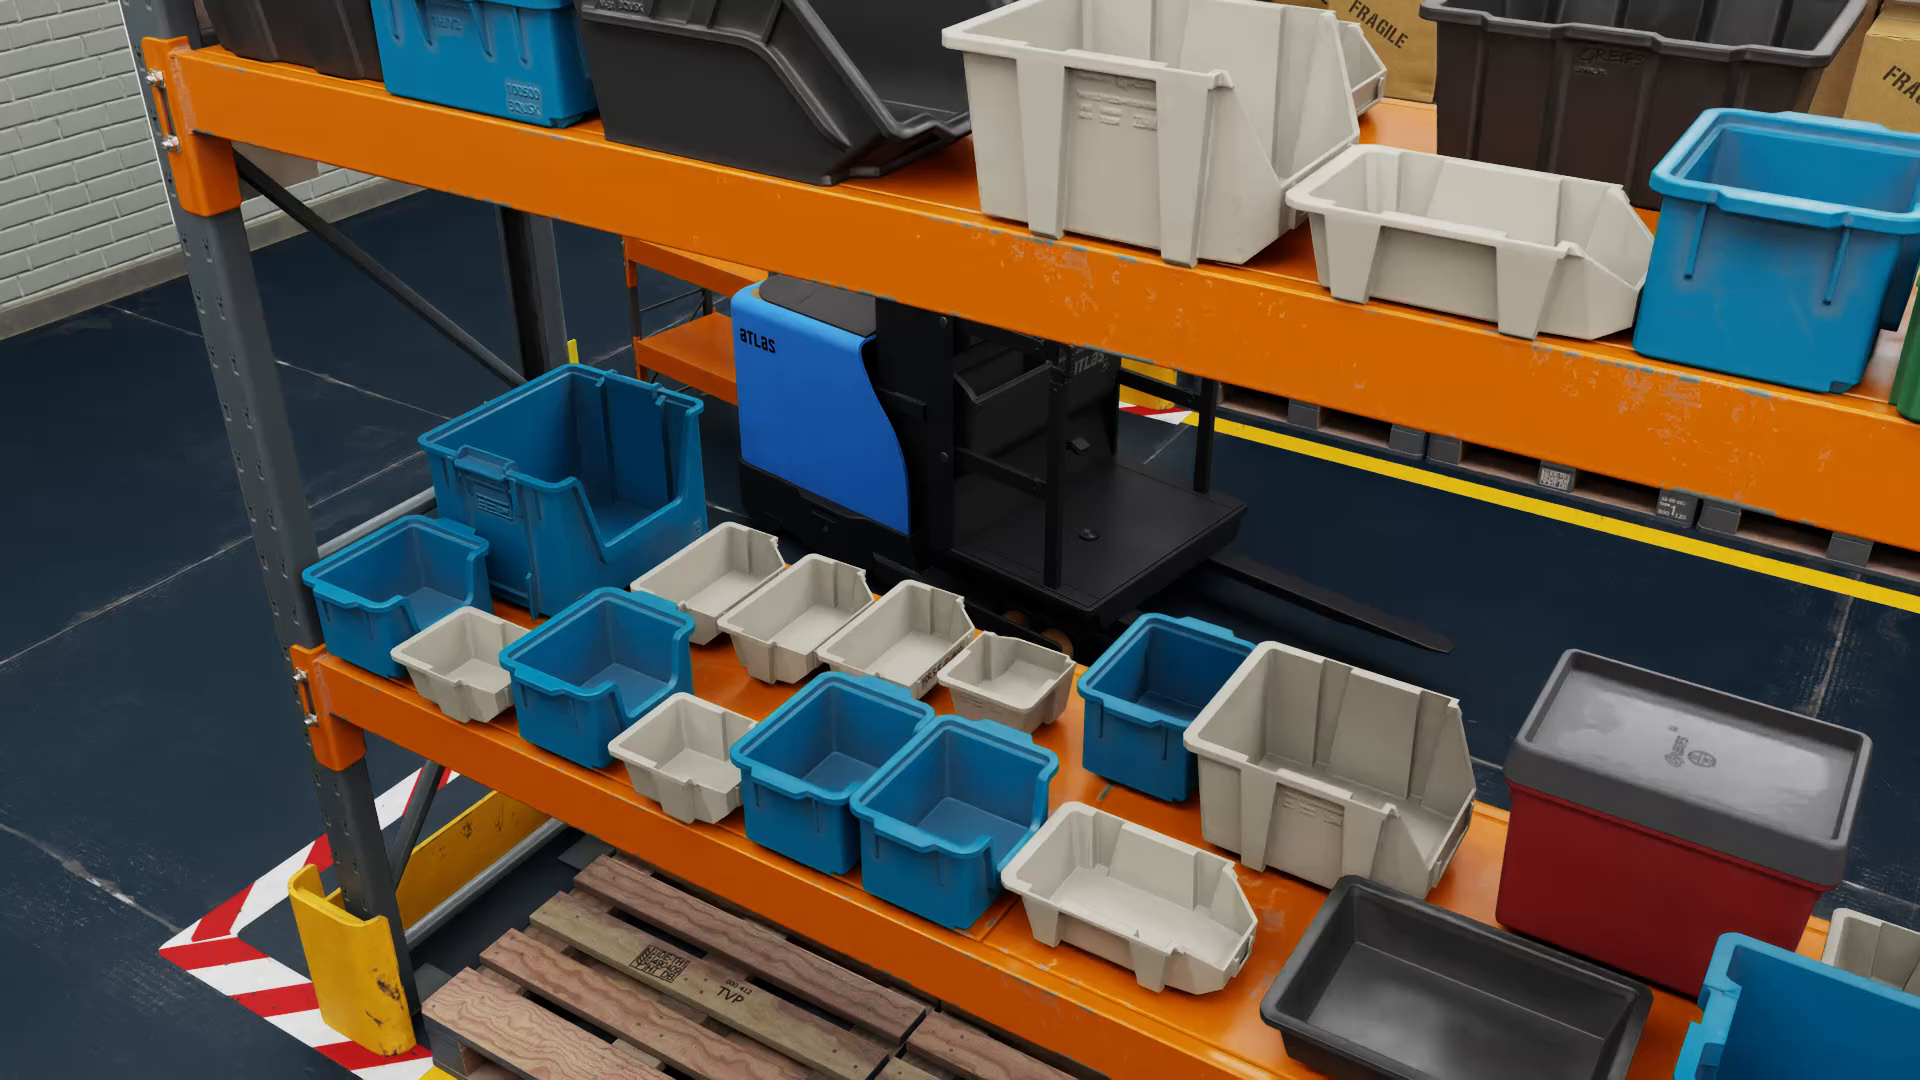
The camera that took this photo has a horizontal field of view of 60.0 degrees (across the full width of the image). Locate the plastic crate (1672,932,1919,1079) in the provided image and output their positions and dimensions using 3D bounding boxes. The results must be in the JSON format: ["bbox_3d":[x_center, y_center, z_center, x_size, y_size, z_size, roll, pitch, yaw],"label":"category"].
[{"bbox_3d":[1.400,0.966,2.573,0.575,0.384,0.392,18,35,27],"label":"plastic crate"}]

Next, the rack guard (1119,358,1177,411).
[{"bbox_3d":[1.201,-1.147,8.720,0.348,0.500,1.175,18,35,27],"label":"rack guard"}]

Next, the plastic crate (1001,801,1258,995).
[{"bbox_3d":[0.342,0.715,3.250,0.466,0.136,0.293,18,35,27],"label":"plastic crate"}]

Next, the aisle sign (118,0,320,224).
[{"bbox_3d":[-1.630,-1.122,3.617,0.004,0.787,0.394,18,35,27],"label":"aisle sign"}]

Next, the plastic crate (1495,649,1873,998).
[{"bbox_3d":[1.353,0.565,3.182,0.583,0.464,0.402,18,35,27],"label":"plastic crate"}]

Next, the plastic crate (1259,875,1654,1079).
[{"bbox_3d":[0.886,0.873,2.991,0.590,0.125,0.437,18,35,27],"label":"plastic crate"}]

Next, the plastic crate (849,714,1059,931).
[{"bbox_3d":[-0.008,0.580,3.386,0.300,0.233,0.416,18,35,27],"label":"plastic crate"}]

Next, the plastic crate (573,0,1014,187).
[{"bbox_3d":[-0.264,-0.849,2.813,0.767,0.338,0.504,18,35,27],"label":"plastic crate"}]

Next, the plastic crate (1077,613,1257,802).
[{"bbox_3d":[0.464,0.380,3.728,0.300,0.233,0.416,18,35,27],"label":"plastic crate"}]

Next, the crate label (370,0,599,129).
[{"bbox_3d":[-0.802,-0.953,3.078,0.502,0.251,0.408,18,35,27],"label":"crate label"}]

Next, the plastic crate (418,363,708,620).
[{"bbox_3d":[-1.029,-0.138,4.415,0.499,0.435,0.616,18,35,27],"label":"plastic crate"}]

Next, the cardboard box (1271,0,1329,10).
[{"bbox_3d":[1.774,-2.590,7.822,0.500,0.500,0.500,18,35,28],"label":"cardboard box"}]

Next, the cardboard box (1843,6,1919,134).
[{"bbox_3d":[3.656,-1.682,6.265,0.500,0.500,0.500,18,35,28],"label":"cardboard box"}]

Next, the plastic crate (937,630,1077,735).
[{"bbox_3d":[0.123,0.342,3.889,0.250,0.136,0.298,18,35,27],"label":"plastic crate"}]

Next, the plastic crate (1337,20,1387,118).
[{"bbox_3d":[0.471,-0.841,2.999,0.530,0.136,0.437,18,35,27],"label":"plastic crate"}]

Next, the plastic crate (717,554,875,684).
[{"bbox_3d":[-0.387,0.206,4.122,0.243,0.136,0.396,18,35,27],"label":"plastic crate"}]

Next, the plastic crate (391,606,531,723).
[{"bbox_3d":[-1.150,0.309,3.945,0.298,0.136,0.250,18,35,27],"label":"plastic crate"}]

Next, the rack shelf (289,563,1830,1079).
[{"bbox_3d":[0.282,0.740,3.719,4.000,0.370,1.077,18,35,27],"label":"rack shelf"}]

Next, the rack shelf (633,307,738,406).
[{"bbox_3d":[-1.033,-0.788,7.969,1.000,0.278,0.538,24,38,35],"label":"rack shelf"}]

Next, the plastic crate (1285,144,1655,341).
[{"bbox_3d":[0.697,-0.395,2.235,0.466,0.136,0.293,18,35,27],"label":"plastic crate"}]

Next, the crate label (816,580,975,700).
[{"bbox_3d":[-0.138,0.271,4.012,0.243,0.136,0.396,18,35,27],"label":"crate label"}]

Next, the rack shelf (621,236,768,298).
[{"bbox_3d":[-1.033,-1.252,7.698,1.000,0.278,0.538,24,38,35],"label":"rack shelf"}]

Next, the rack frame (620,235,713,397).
[{"bbox_3d":[-1.415,-1.168,8.136,0.032,1.125,0.500,24,38,35],"label":"rack frame"}]

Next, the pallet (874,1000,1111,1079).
[{"bbox_3d":[0.295,1.663,4.191,1.213,0.211,1.003,18,35,27],"label":"pallet"}]

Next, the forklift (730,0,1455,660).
[{"bbox_3d":[0.471,-1.058,6.154,3.031,2.935,1.130,24,38,35],"label":"forklift"}]

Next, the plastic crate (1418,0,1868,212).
[{"bbox_3d":[1.070,-0.724,2.667,0.590,0.269,0.497,18,35,27],"label":"plastic crate"}]

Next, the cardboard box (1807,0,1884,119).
[{"bbox_3d":[3.484,-2.047,6.891,0.500,0.500,0.500,16,34,26],"label":"cardboard box"}]

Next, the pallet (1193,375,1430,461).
[{"bbox_3d":[1.940,-0.835,8.472,1.213,0.211,1.003,18,35,27],"label":"pallet"}]

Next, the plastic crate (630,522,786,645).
[{"bbox_3d":[-0.625,0.123,4.265,0.243,0.136,0.396,18,35,27],"label":"plastic crate"}]

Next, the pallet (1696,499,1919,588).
[{"bbox_3d":[4.007,-0.182,7.352,1.213,0.211,1.003,18,35,27],"label":"pallet"}]

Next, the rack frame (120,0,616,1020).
[{"bbox_3d":[-1.412,-0.107,4.456,0.127,3.000,1.000,18,35,27],"label":"rack frame"}]

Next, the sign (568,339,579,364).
[{"bbox_3d":[-1.133,-0.416,4.825,0.005,0.325,0.100,18,35,27],"label":"sign"}]

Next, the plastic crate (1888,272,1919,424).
[{"bbox_3d":[1.457,-0.224,1.890,0.662,0.188,0.450,18,35,27],"label":"plastic crate"}]

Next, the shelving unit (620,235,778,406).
[{"bbox_3d":[-1.033,-0.999,7.846,1.048,1.125,0.538,24,38,35],"label":"shelving unit"}]

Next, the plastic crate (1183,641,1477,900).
[{"bbox_3d":[0.781,0.502,3.470,0.530,0.282,0.437,18,35,27],"label":"plastic crate"}]

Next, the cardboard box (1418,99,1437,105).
[{"bbox_3d":[1.928,-1.904,7.391,0.500,0.250,0.500,17,34,27],"label":"cardboard box"}]

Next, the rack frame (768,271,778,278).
[{"bbox_3d":[-0.652,-0.829,7.555,0.032,1.125,0.500,24,38,35],"label":"rack frame"}]

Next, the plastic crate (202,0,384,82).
[{"bbox_3d":[-1.234,-1.124,3.352,0.590,0.269,0.497,18,35,27],"label":"plastic crate"}]

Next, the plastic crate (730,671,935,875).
[{"bbox_3d":[-0.262,0.499,3.524,0.300,0.233,0.416,18,35,27],"label":"plastic crate"}]

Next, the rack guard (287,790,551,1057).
[{"bbox_3d":[-1.439,0.972,5.088,0.348,0.500,1.175,18,35,27],"label":"rack guard"}]

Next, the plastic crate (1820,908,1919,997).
[{"bbox_3d":[1.658,0.867,2.989,0.243,0.136,0.396,18,35,27],"label":"plastic crate"}]

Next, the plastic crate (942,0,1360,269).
[{"bbox_3d":[0.302,-0.626,2.487,0.530,0.282,0.437,18,35,27],"label":"plastic crate"}]

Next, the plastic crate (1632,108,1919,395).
[{"bbox_3d":[1.036,-0.366,2.090,0.300,0.233,0.416,18,35,27],"label":"plastic crate"}]

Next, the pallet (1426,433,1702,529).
[{"bbox_3d":[2.970,-0.508,7.911,1.213,0.211,1.003,18,35,27],"label":"pallet"}]

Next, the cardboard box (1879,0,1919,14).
[{"bbox_3d":[3.927,-1.909,6.655,0.500,0.500,0.500,18,35,27],"label":"cardboard box"}]

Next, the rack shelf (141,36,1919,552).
[{"bbox_3d":[0.282,-0.556,2.963,4.000,0.370,1.077,18,35,27],"label":"rack shelf"}]

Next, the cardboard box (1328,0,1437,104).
[{"bbox_3d":[1.908,-2.230,7.206,0.500,0.500,0.500,17,34,26],"label":"cardboard box"}]

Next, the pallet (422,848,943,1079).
[{"bbox_3d":[-0.734,1.335,4.752,1.213,0.211,1.003,18,35,27],"label":"pallet"}]

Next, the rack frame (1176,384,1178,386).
[{"bbox_3d":[1.222,-2.221,8.080,0.127,3.000,1.000,18,35,27],"label":"rack frame"}]

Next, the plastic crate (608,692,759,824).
[{"bbox_3d":[-0.575,0.491,3.634,0.298,0.136,0.250,18,35,27],"label":"plastic crate"}]

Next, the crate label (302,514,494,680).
[{"bbox_3d":[-1.377,0.146,4.129,0.303,0.233,0.416,18,35,27],"label":"crate label"}]

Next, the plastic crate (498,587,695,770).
[{"bbox_3d":[-0.820,0.323,3.827,0.300,0.233,0.416,18,35,27],"label":"plastic crate"}]
